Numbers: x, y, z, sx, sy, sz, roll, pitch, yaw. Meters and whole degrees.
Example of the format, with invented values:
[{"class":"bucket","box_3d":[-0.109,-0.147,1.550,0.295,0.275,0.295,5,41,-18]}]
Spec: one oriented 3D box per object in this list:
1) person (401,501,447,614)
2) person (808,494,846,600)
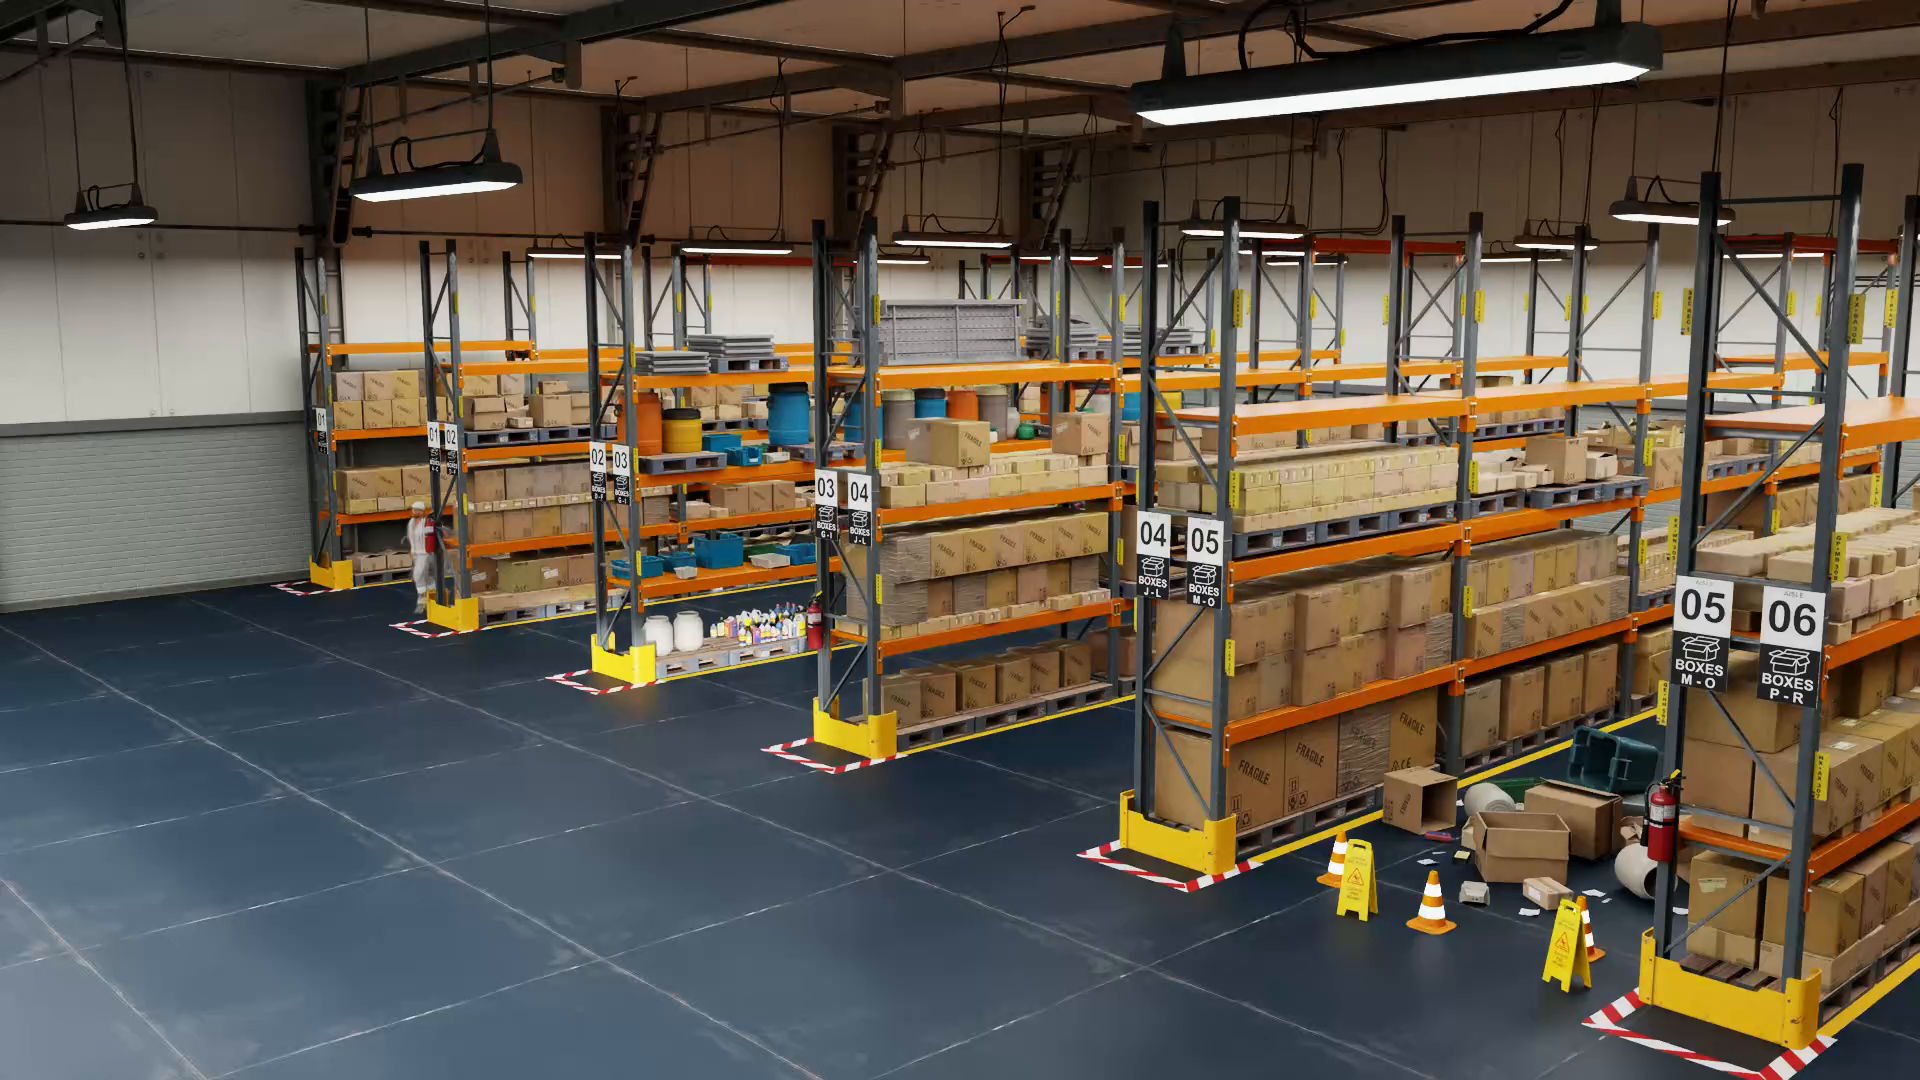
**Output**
[{"class":"person","box_3d":[-8.825,0.277,27.389,0.690,1.859,0.757,5,10,32]},{"class":"person","box_3d":[-2.138,0.061,26.971,0.718,1.804,0.662,-7,11,-38]}]
